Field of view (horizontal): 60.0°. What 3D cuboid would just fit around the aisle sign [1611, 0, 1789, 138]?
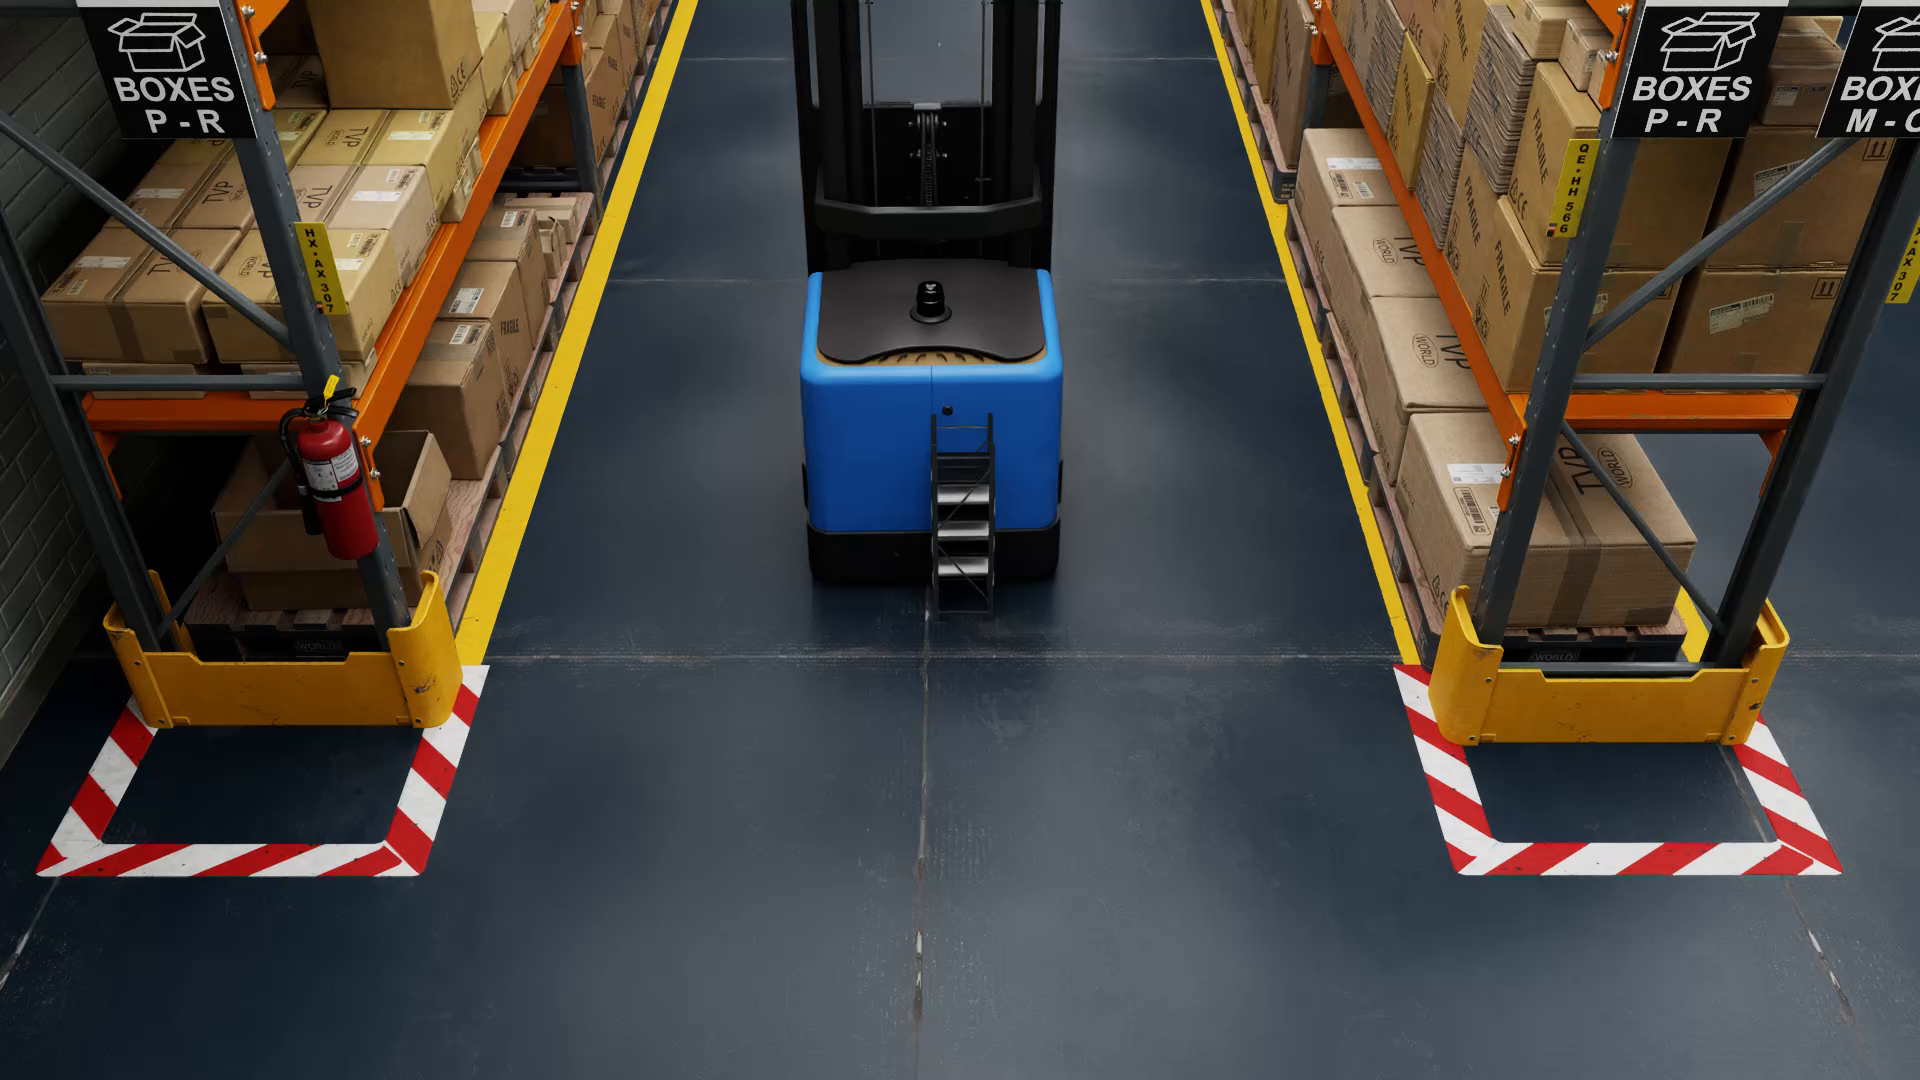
[{"bbox_3d":[2.105,-1.487,4.628,0.394,0.787,0.004,0,39,0],"label":"aisle sign"}]

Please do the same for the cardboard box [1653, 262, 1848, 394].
[{"bbox_3d":[2.701,-0.857,5.841,0.500,0.500,0.500,0,39,0],"label":"cardboard box"}]

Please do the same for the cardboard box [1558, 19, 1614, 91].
[{"bbox_3d":[2.190,-1.583,5.428,0.380,0.149,0.250,1,39,1],"label":"cardboard box"}]

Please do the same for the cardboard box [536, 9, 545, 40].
[{"bbox_3d":[-2.279,-2.553,8.238,0.380,0.149,0.250,1,39,1],"label":"cardboard box"}]

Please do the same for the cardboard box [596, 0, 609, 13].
[{"bbox_3d":[-2.354,-3.340,10.164,0.380,0.149,0.250,0,39,0],"label":"cardboard box"}]

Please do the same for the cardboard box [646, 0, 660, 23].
[{"bbox_3d":[-2.350,-3.798,11.254,0.500,0.500,0.500,2,39,2],"label":"cardboard box"}]

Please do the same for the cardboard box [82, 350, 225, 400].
[{"bbox_3d":[-2.818,-0.621,5.827,0.380,0.149,0.250,0,39,-1],"label":"cardboard box"}]

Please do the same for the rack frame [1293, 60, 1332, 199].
[{"bbox_3d":[2.410,-3.019,8.618,1.000,3.000,0.127,0,39,0],"label":"rack frame"}]

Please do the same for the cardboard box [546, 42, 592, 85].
[{"bbox_3d":[-2.288,-2.679,9.339,0.380,0.149,0.250,2,39,2],"label":"cardboard box"}]

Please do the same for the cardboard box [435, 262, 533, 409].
[{"bbox_3d":[-2.318,-0.948,7.697,0.500,0.500,0.500,1,39,1],"label":"cardboard box"}]

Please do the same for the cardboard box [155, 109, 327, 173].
[{"bbox_3d":[-2.810,-1.489,6.591,0.500,0.250,0.500,1,39,1],"label":"cardboard box"}]

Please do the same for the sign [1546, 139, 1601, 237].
[{"bbox_3d":[1.872,-1.070,5.071,0.100,0.325,0.005,0,39,0],"label":"sign"}]

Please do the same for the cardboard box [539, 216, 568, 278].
[{"bbox_3d":[-2.259,-1.538,8.622,0.396,0.266,0.258,1,39,2],"label":"cardboard box"}]

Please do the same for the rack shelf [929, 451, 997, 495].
[{"bbox_3d":[0.011,-0.258,6.474,0.258,0.077,0.200,-1,39,-1],"label":"rack shelf"}]

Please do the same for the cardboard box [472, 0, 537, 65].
[{"bbox_3d":[-2.294,-2.439,7.777,0.500,0.250,0.500,0,39,0],"label":"cardboard box"}]

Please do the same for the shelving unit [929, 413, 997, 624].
[{"bbox_3d":[0.011,-0.073,6.622,0.258,0.900,0.210,-1,39,-1],"label":"shelving unit"}]

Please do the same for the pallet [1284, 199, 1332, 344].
[{"bbox_3d":[2.333,-1.455,8.897,1.003,0.211,1.213,0,39,0],"label":"pallet"}]

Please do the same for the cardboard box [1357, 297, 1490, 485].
[{"bbox_3d":[2.304,-0.666,7.396,0.875,0.438,0.875,1,39,1],"label":"cardboard box"}]

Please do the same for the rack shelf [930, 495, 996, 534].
[{"bbox_3d":[0.011,-0.117,6.586,0.258,0.077,0.200,-1,39,-1],"label":"rack shelf"}]

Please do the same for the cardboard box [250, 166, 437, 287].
[{"bbox_3d":[-2.281,-1.168,6.191,0.500,0.250,0.500,0,39,0],"label":"cardboard box"}]

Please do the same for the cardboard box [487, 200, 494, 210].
[{"bbox_3d":[-2.789,-1.714,8.805,0.500,0.311,0.500,1,39,2],"label":"cardboard box"}]

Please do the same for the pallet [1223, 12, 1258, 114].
[{"bbox_3d":[2.329,-3.178,11.047,1.003,0.211,1.213,0,39,0],"label":"pallet"}]

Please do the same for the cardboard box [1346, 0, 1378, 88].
[{"bbox_3d":[2.145,-2.450,7.828,0.500,0.500,0.500,0,39,0],"label":"cardboard box"}]

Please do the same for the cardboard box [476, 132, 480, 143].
[{"bbox_3d":[-2.317,-1.751,7.237,0.380,0.149,0.250,0,39,0],"label":"cardboard box"}]

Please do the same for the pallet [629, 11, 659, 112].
[{"bbox_3d":[-2.597,-3.198,11.072,1.003,0.211,1.213,0,39,0],"label":"pallet"}]

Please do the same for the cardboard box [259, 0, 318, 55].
[{"bbox_3d":[-2.818,-2.432,7.168,0.500,0.500,0.500,-1,39,-1],"label":"cardboard box"}]

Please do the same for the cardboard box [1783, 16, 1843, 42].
[{"bbox_3d":[2.734,-1.748,5.635,0.380,0.149,0.250,1,39,1],"label":"cardboard box"}]

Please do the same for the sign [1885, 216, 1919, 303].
[{"bbox_3d":[2.970,-0.883,5.197,0.100,0.325,0.005,0,39,0],"label":"sign"}]

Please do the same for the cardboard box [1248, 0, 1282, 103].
[{"bbox_3d":[2.320,-3.306,10.340,0.875,0.875,0.875,1,39,1],"label":"cardboard box"}]

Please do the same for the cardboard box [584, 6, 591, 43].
[{"bbox_3d":[-2.377,-3.013,9.755,0.380,0.149,0.250,-2,39,-2],"label":"cardboard box"}]

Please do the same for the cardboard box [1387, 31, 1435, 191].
[{"bbox_3d":[2.140,-1.816,7.038,0.500,0.500,0.500,1,39,1],"label":"cardboard box"}]

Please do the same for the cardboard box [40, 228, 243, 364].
[{"bbox_3d":[-2.815,-0.857,5.802,0.500,0.250,0.500,1,39,1],"label":"cardboard box"}]

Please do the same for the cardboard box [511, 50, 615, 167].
[{"bbox_3d":[-2.329,-2.504,9.639,0.500,0.500,0.500,2,39,2],"label":"cardboard box"}]

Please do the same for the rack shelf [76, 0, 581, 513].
[{"bbox_3d":[-2.551,-1.481,7.275,1.077,0.370,4.000,0,39,0],"label":"rack shelf"}]

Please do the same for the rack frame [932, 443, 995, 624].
[{"bbox_3d":[0.013,-0.009,6.542,0.240,0.900,0.006,-1,39,-1],"label":"rack frame"}]

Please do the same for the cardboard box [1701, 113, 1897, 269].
[{"bbox_3d":[2.699,-1.247,5.528,0.500,0.500,0.500,-1,39,-1],"label":"cardboard box"}]

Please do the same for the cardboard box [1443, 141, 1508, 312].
[{"bbox_3d":[2.164,-1.172,6.234,0.500,0.500,0.500,-1,39,-1],"label":"cardboard box"}]

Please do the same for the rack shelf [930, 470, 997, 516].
[{"bbox_3d":[0.011,-0.187,6.530,0.258,0.077,0.200,-1,39,-1],"label":"rack shelf"}]

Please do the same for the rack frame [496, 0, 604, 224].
[{"bbox_3d":[-2.554,-3.013,8.611,1.000,3.000,0.127,0,39,0],"label":"rack frame"}]

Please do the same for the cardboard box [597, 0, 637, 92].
[{"bbox_3d":[-2.336,-3.149,10.444,0.500,0.500,0.500,-1,39,-1],"label":"cardboard box"}]

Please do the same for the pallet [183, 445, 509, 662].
[{"bbox_3d":[-2.551,0.031,7.043,1.003,0.211,1.213,0,39,0],"label":"pallet"}]

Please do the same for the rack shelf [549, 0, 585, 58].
[{"bbox_3d":[-2.556,-3.983,10.397,1.077,0.370,4.000,0,39,0],"label":"rack shelf"}]

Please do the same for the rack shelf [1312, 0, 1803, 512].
[{"bbox_3d":[2.412,-1.487,7.283,1.077,0.370,4.000,0,39,0],"label":"rack shelf"}]

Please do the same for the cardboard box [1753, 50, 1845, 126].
[{"bbox_3d":[2.691,-1.422,5.227,0.380,0.149,0.250,1,39,1],"label":"cardboard box"}]

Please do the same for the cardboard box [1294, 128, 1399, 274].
[{"bbox_3d":[2.303,-1.790,8.798,0.875,0.438,0.875,-1,39,-1],"label":"cardboard box"}]

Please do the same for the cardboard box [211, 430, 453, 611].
[{"bbox_3d":[-2.455,-0.084,6.616,0.797,0.503,0.637,-1,39,-2],"label":"cardboard box"}]

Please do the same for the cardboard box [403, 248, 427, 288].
[{"bbox_3d":[-2.296,-1.101,6.426,0.380,0.149,0.250,1,39,1],"label":"cardboard box"}]

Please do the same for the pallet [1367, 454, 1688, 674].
[{"bbox_3d":[2.335,0.071,6.993,1.003,0.211,1.213,0,39,0],"label":"pallet"}]

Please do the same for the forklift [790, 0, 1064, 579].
[{"bbox_3d":[-0.144,-1.879,7.250,1.130,2.935,3.031,-1,39,-1],"label":"forklift"}]

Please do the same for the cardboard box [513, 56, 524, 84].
[{"bbox_3d":[-2.281,-2.226,7.830,0.380,0.149,0.250,1,39,1],"label":"cardboard box"}]

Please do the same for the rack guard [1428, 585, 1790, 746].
[{"bbox_3d":[2.415,0.473,6.260,1.175,0.500,0.348,0,39,0],"label":"rack guard"}]

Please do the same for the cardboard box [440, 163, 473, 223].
[{"bbox_3d":[-2.227,-1.425,6.830,0.380,0.149,0.250,-1,39,-1],"label":"cardboard box"}]

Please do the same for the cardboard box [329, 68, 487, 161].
[{"bbox_3d":[-2.307,-1.805,6.986,0.500,0.250,0.500,-1,39,-1],"label":"cardboard box"}]

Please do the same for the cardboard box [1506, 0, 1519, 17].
[{"bbox_3d":[2.146,-1.902,5.826,0.380,0.149,0.250,1,39,1],"label":"cardboard box"}]

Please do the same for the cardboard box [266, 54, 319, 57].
[{"bbox_3d":[-2.817,-2.124,7.384,0.500,0.250,0.500,1,39,1],"label":"cardboard box"}]

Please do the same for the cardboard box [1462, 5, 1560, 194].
[{"bbox_3d":[2.146,-1.575,5.937,0.500,0.500,0.500,0,39,0],"label":"cardboard box"}]

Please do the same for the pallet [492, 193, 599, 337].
[{"bbox_3d":[-2.554,-1.495,8.947,1.003,0.211,1.213,0,39,0],"label":"pallet"}]

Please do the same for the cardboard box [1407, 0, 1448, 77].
[{"bbox_3d":[2.150,-2.198,6.715,0.500,0.500,0.500,0,39,0],"label":"cardboard box"}]
